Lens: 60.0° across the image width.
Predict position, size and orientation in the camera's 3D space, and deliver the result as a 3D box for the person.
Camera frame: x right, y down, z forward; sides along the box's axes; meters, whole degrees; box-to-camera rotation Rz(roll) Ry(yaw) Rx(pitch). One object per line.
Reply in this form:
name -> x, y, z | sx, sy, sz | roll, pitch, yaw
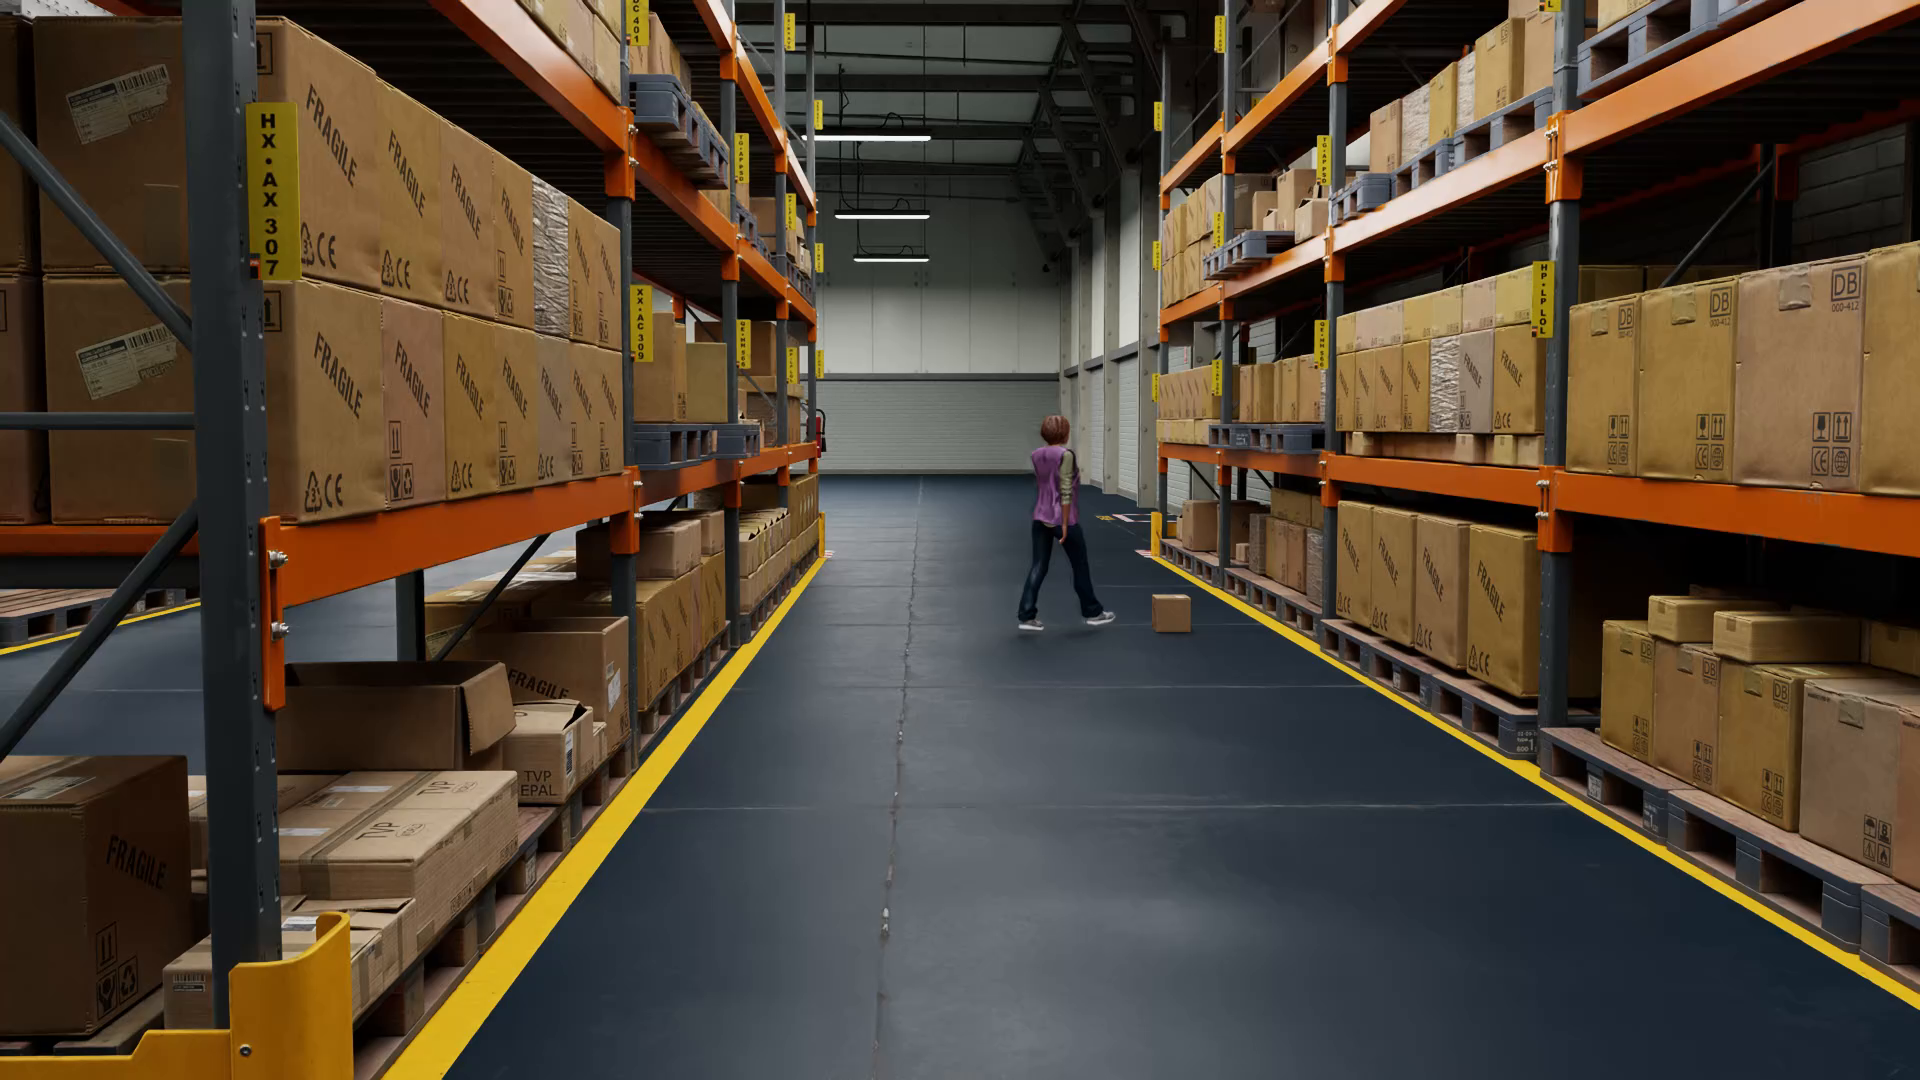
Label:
person -> 0.748, -0.133, 12.009 | 0.427, 1.554, 0.892 | 3, 5, 41
